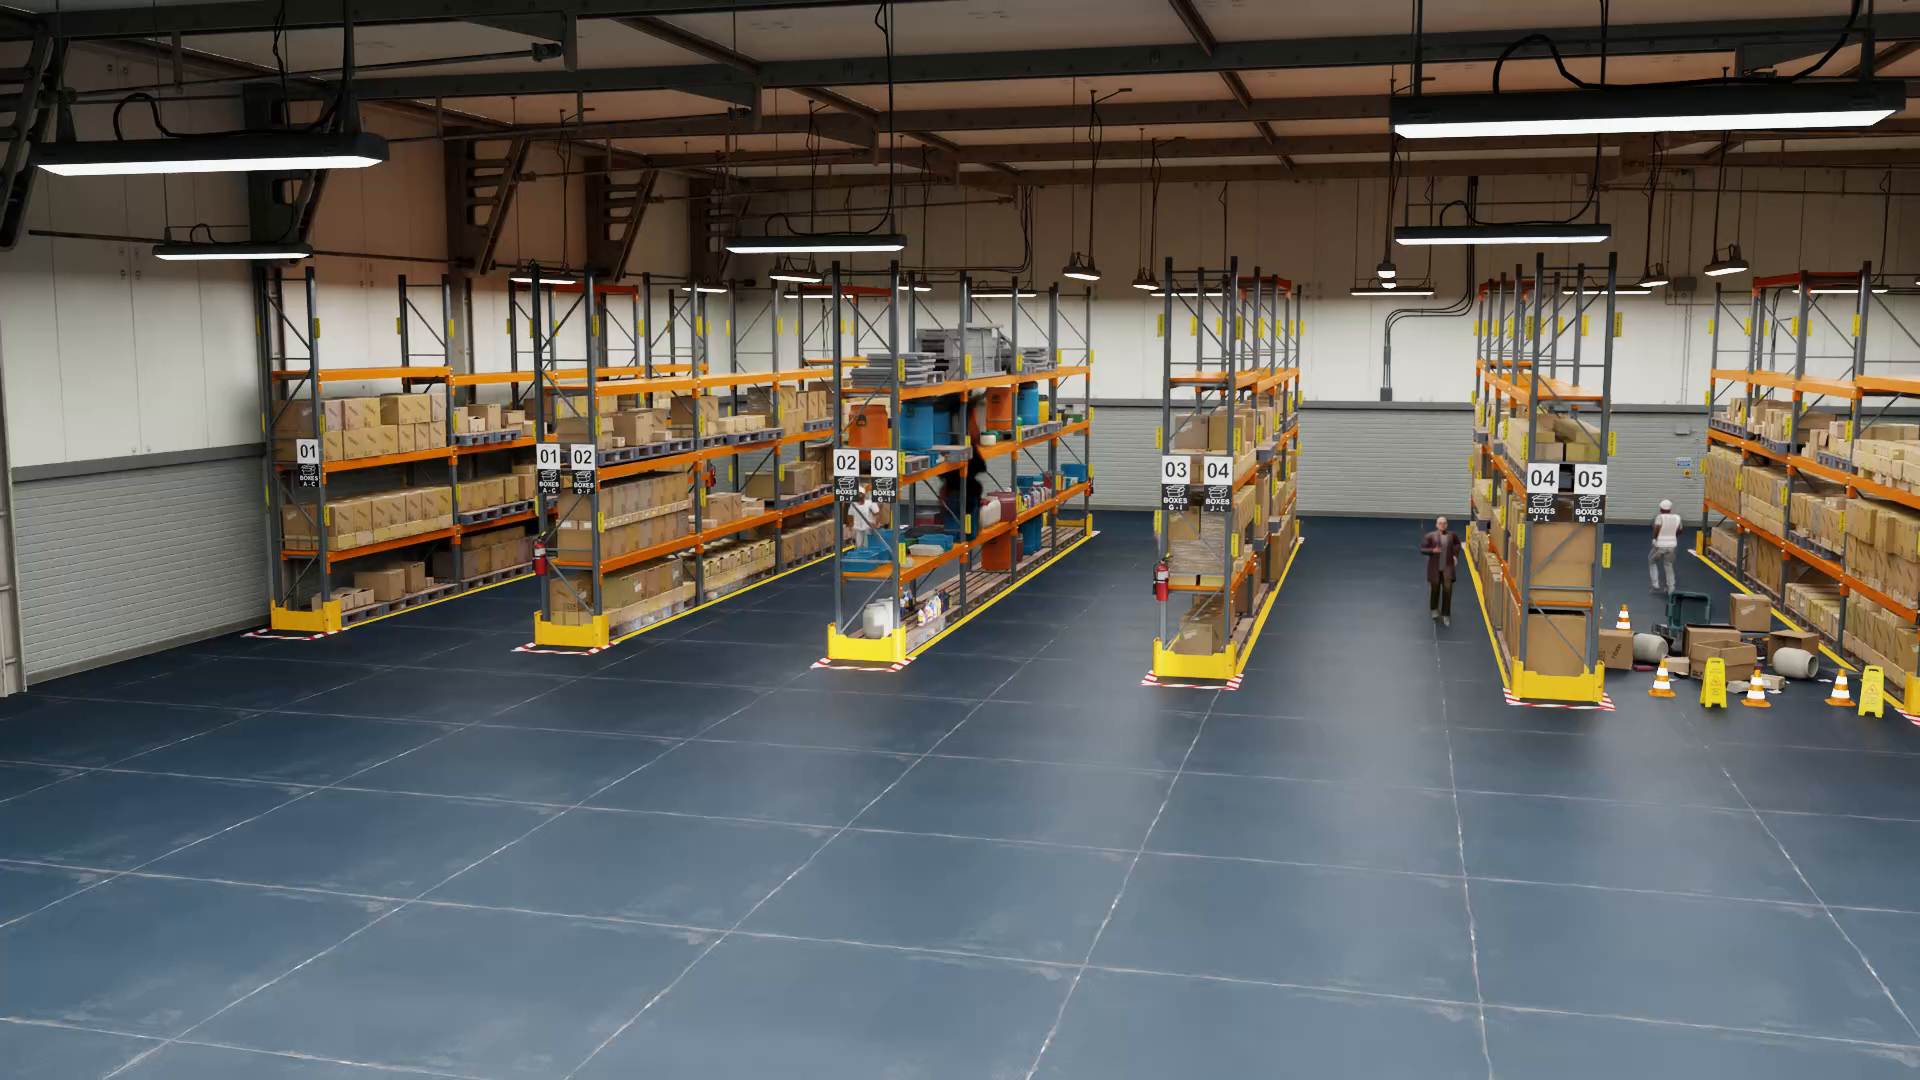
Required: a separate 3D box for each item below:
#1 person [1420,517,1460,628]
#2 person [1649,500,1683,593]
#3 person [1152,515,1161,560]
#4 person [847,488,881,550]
[{"bbox_3d":[8.190,0.514,28.358,0.697,1.828,0.916,1,7,9],"label":"person"},{"bbox_3d":[13.303,0.157,31.394,0.658,1.833,0.761,0,7,-1],"label":"person"},{"bbox_3d":[4.131,-0.007,33.444,0.554,1.600,0.703,1,7,6],"label":"person"},{"bbox_3d":[-2.000,-0.233,34.597,0.704,1.739,0.663,2,7,14],"label":"person"}]
